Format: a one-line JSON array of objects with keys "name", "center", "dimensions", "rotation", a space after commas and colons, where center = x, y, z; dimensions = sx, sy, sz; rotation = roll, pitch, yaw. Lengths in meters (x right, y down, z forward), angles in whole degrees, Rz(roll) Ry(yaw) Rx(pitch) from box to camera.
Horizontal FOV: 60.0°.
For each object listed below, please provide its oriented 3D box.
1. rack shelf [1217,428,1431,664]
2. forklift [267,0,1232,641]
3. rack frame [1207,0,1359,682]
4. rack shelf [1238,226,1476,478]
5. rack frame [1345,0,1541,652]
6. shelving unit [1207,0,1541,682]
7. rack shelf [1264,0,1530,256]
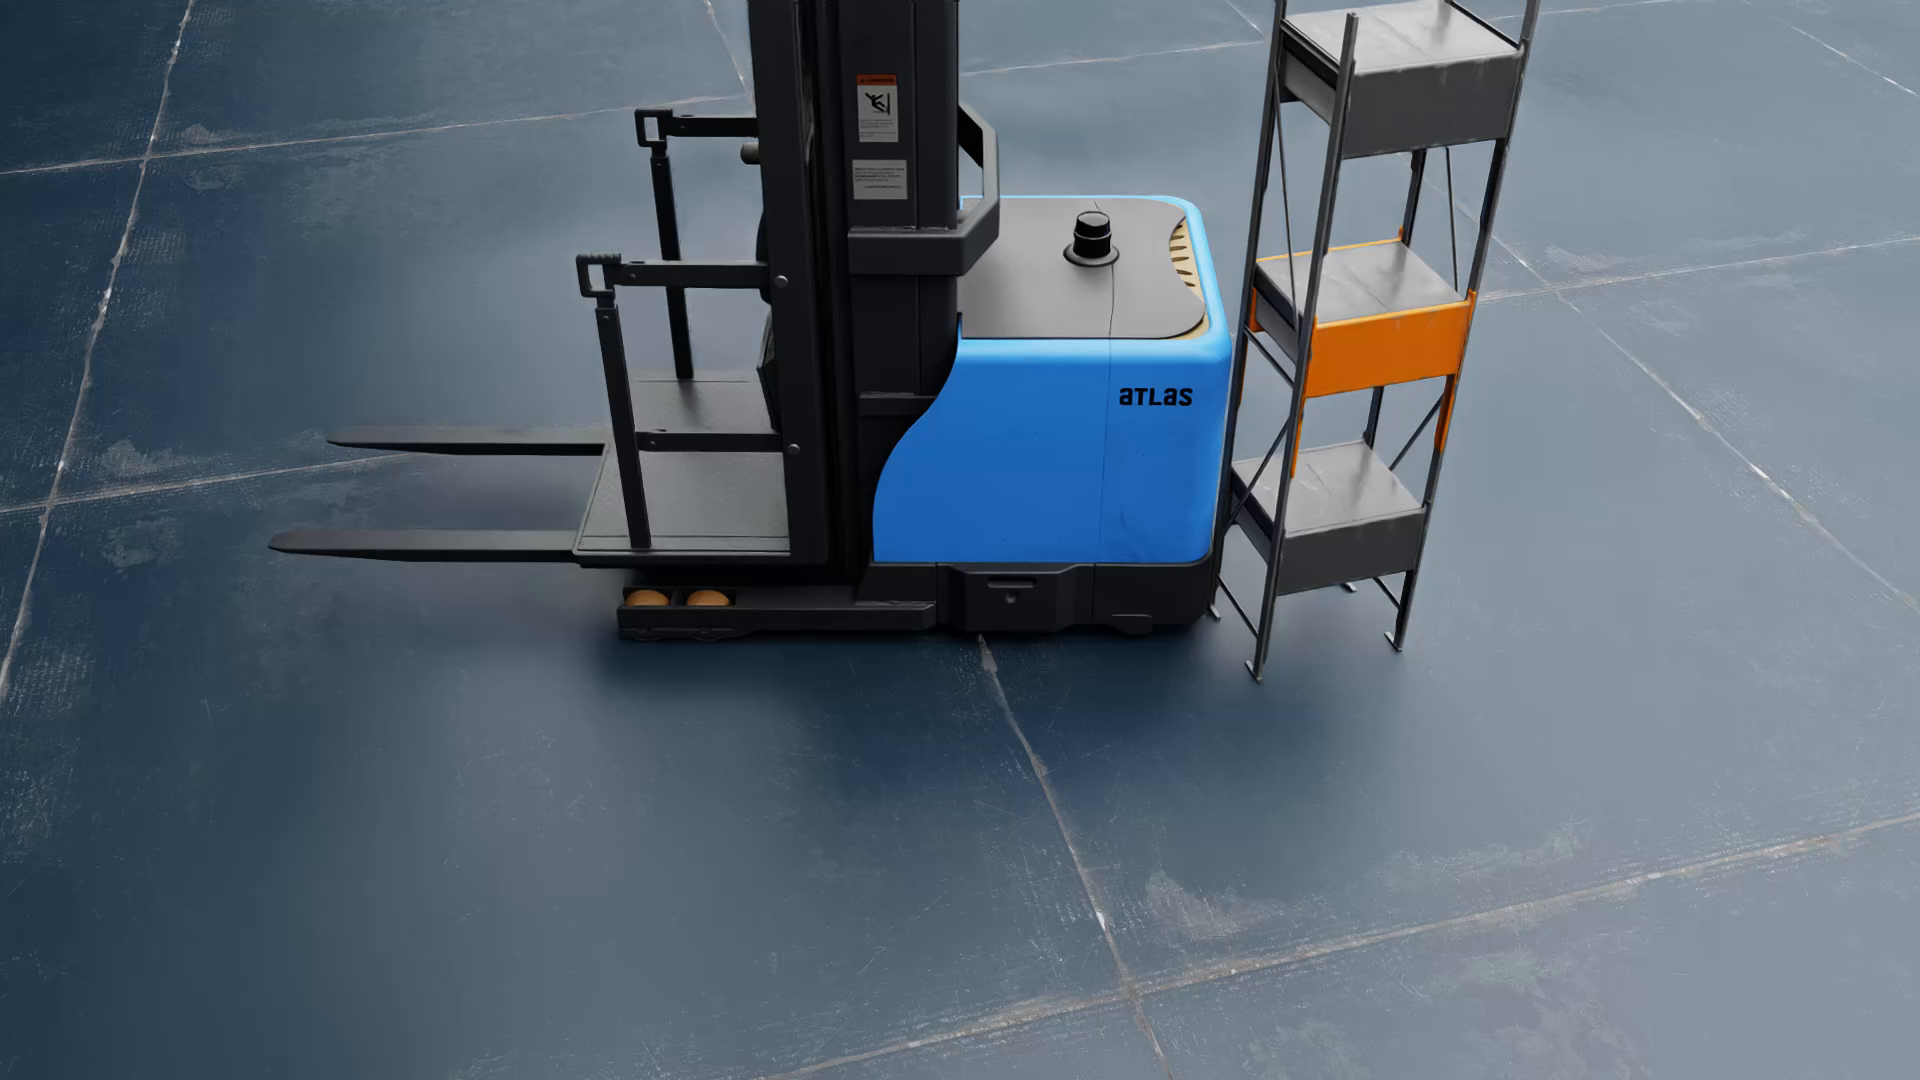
[{"name": "rack shelf", "center": [1.107, 0.015, 5.177], "dimensions": [0.480, 0.518, 0.431], "rotation": [-10, 39, -13]}, {"name": "forklift", "center": [-0.716, -1.162, 4.856], "dimensions": [3.031, 2.935, 1.130], "rotation": [0, 37, 0]}, {"name": "rack frame", "center": [0.873, -0.510, 4.689], "dimensions": [0.015, 2.100, 0.400], "rotation": [-10, 39, -13]}, {"name": "rack shelf", "center": [1.107, -0.541, 4.752], "dimensions": [0.480, 0.518, 0.431], "rotation": [-10, 39, -13]}, {"name": "rack frame", "center": [1.341, -0.594, 4.799], "dimensions": [0.015, 2.100, 0.400], "rotation": [-10, 39, -13]}, {"name": "shelving unit", "center": [1.107, -0.552, 4.744], "dimensions": [0.503, 2.100, 0.431], "rotation": [-10, 39, -13]}, {"name": "rack shelf", "center": [1.107, -1.097, 4.327], "dimensions": [0.480, 0.518, 0.431], "rotation": [-10, 39, -13]}]
